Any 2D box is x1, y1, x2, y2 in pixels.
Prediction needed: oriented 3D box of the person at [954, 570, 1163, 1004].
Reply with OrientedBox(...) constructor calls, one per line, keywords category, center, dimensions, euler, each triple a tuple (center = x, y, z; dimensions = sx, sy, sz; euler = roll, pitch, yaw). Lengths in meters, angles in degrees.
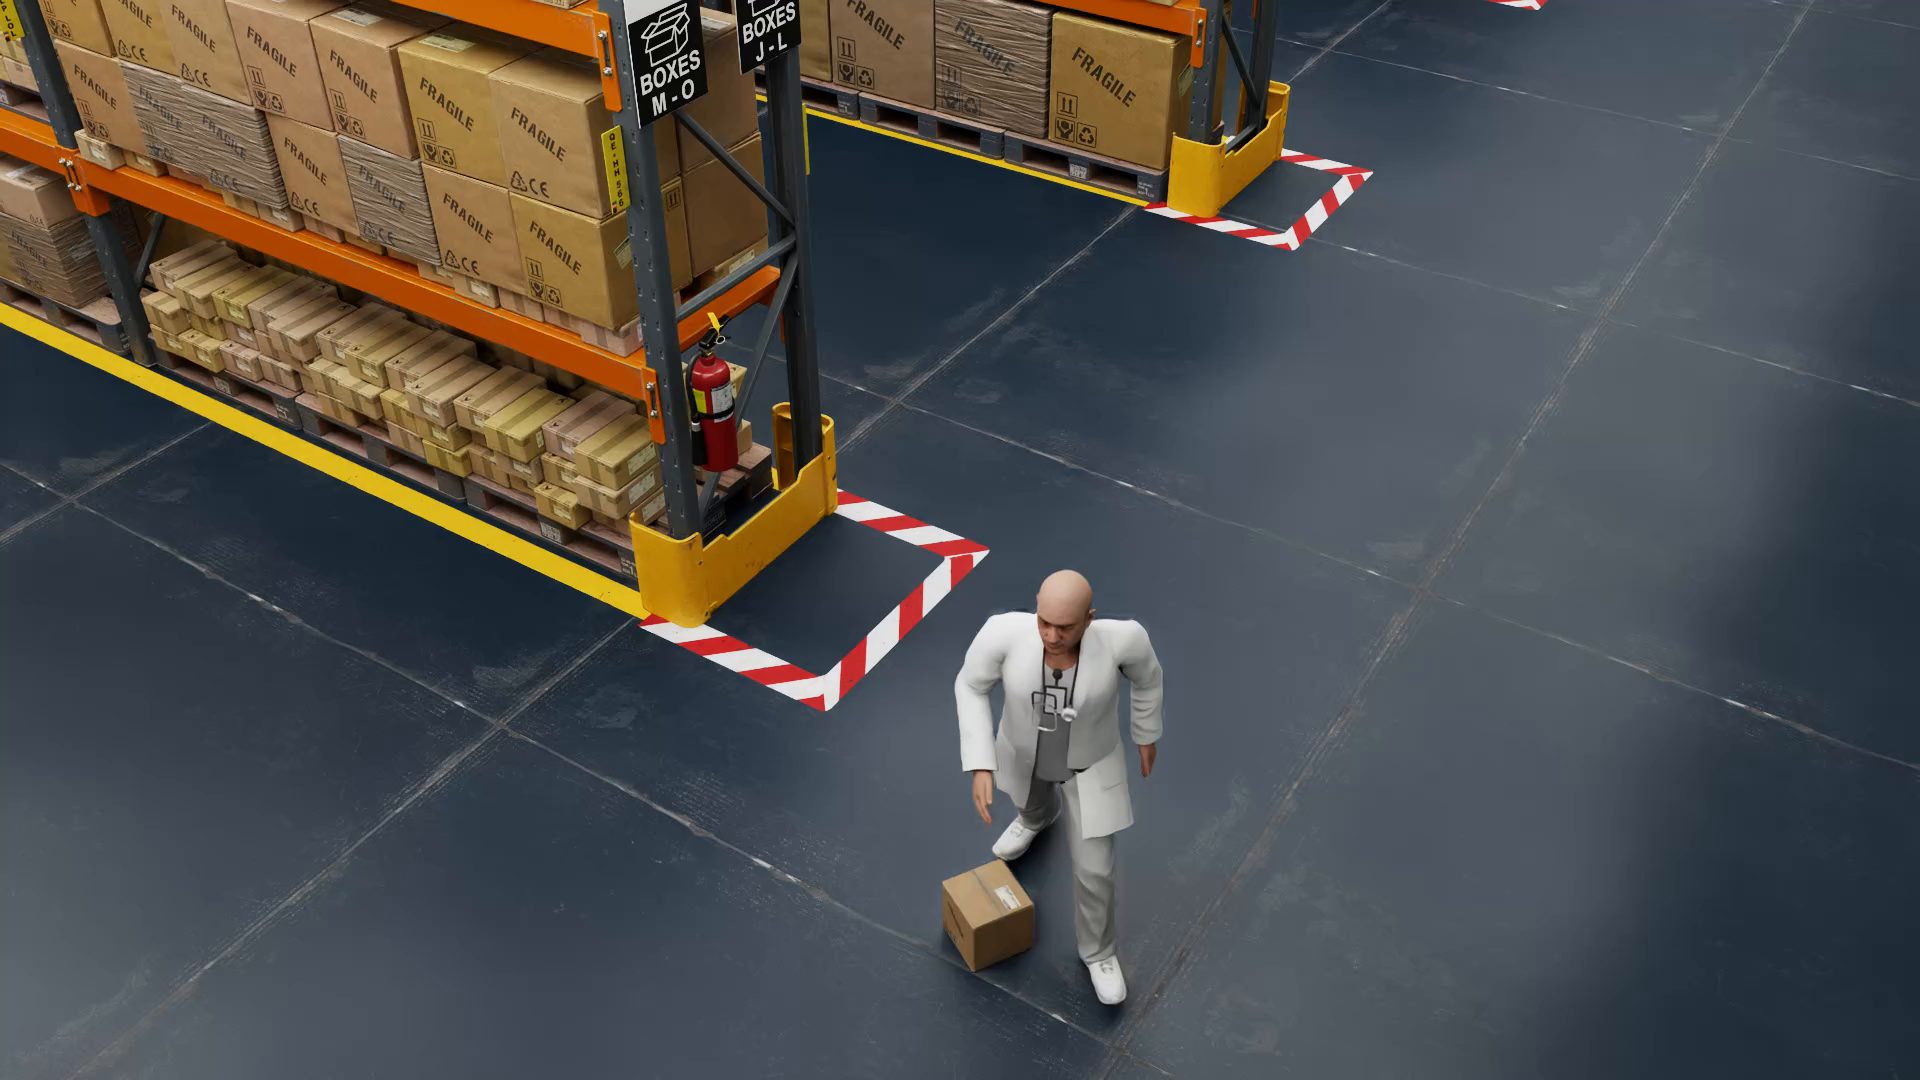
OrientedBox(category="person", center=(0.358, 0.699, 5.808), dimensions=(0.706, 1.715, 0.912), euler=(10, 39, 12))
